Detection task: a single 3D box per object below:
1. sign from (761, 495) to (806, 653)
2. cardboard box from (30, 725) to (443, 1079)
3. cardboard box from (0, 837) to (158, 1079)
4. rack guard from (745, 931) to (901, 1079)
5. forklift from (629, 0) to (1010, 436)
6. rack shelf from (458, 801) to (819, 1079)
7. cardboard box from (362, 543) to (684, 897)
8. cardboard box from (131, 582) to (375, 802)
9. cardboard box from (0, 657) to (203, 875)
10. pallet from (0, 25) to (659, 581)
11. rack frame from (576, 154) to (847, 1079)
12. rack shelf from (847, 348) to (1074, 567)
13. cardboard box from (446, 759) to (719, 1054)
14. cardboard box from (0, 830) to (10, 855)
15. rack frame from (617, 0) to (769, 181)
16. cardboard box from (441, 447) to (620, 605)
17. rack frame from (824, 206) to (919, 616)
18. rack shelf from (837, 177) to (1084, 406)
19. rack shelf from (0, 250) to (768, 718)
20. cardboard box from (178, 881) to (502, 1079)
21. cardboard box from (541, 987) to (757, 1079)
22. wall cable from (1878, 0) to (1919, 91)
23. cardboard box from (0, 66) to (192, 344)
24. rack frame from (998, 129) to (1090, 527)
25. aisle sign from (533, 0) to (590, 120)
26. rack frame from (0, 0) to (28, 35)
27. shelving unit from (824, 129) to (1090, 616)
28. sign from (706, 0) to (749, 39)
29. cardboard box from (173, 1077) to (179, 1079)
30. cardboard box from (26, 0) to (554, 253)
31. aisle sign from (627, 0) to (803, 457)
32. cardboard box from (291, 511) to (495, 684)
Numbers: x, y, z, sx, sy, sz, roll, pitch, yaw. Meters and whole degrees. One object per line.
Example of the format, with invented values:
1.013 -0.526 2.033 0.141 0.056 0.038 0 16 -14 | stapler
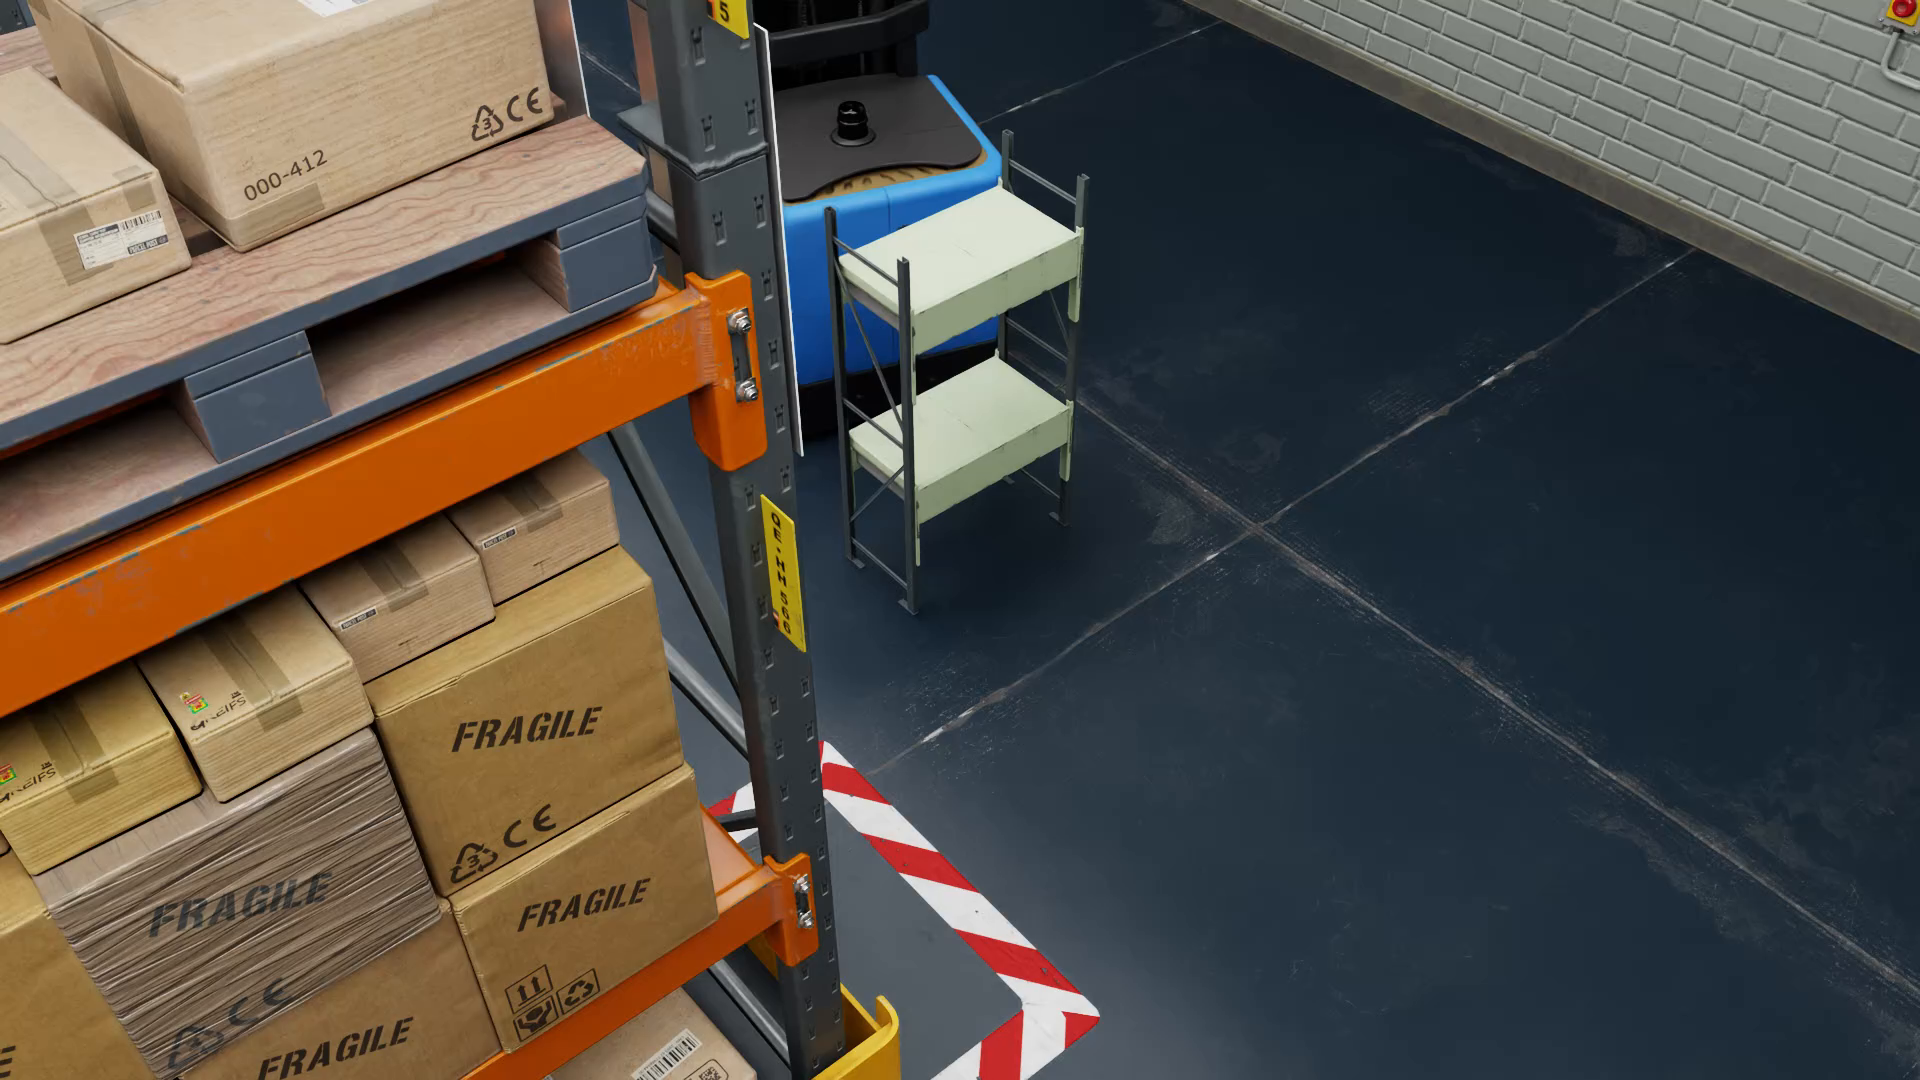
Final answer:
-0.317 0.063 2.973 0.005 0.325 0.100 -30 51 -28 | sign
-1.253 0.461 2.764 0.500 0.500 0.500 -30 51 -28 | cardboard box
-1.635 0.677 2.535 0.500 0.500 0.500 -30 51 -28 | cardboard box
-0.636 1.181 4.627 0.348 0.500 1.175 -30 51 -28 | rack guard
-0.818 -2.490 6.760 1.130 2.935 3.031 -15 45 -16 | forklift
-2.188 1.421 3.071 4.000 0.370 1.077 -30 51 -28 | rack shelf
-0.871 0.216 3.025 0.500 0.500 0.500 -28 50 -27 | cardboard box
-1.124 0.188 2.582 0.250 0.149 0.380 -30 51 -28 | cardboard box
-1.344 0.277 2.487 0.250 0.149 0.380 -29 50 -27 | cardboard box
-1.216 -0.449 2.411 1.213 0.211 1.003 -30 51 -28 | pallet
-0.654 0.280 3.760 0.127 3.000 1.000 -30 51 -28 | rack frame
-0.005 -0.306 5.957 0.720 0.370 0.431 -30 51 -28 | rack shelf
-0.854 0.595 3.353 0.500 0.500 0.500 -30 51 -28 | cardboard box
-1.590 0.354 2.405 0.250 0.149 0.380 -30 51 -28 | cardboard box
-0.654 -1.906 1.707 0.127 3.000 1.000 -30 51 -28 | rack frame
-0.801 -0.094 2.882 0.250 0.149 0.380 -29 50 -27 | cardboard box
-0.286 -0.383 5.562 0.023 1.500 0.400 -30 51 -28 | rack frame
-0.005 -0.828 5.466 0.720 0.370 0.431 -30 51 -28 | rack shelf
-2.188 0.328 2.044 4.000 0.370 1.077 -30 51 -28 | rack shelf
-1.249 0.807 3.126 0.500 0.500 0.500 -31 51 -29 | cardboard box
-1.096 1.404 4.129 0.875 0.438 0.875 -32 52 -29 | cardboard box
3.656 -2.590 6.052 0.123 1.953 0.585 -30 51 -28 | wall cable
-1.212 -0.440 2.140 0.250 0.149 0.380 -34 53 -31 | cardboard box
0.276 -0.705 5.905 0.023 1.500 0.400 -30 51 -28 | rack frame
-0.785 -0.851 3.066 0.004 0.787 0.394 -30 51 -28 | aisle sign
-3.908 -2.275 6.481 0.127 3.000 1.000 -30 51 -28 | rack frame
-0.005 -0.544 5.733 0.755 1.500 0.431 -30 51 -28 | shelving unit
-0.317 -0.816 2.148 0.005 0.325 0.100 -30 51 -28 | sign
-1.637 1.038 2.880 0.500 0.500 0.500 -28 50 -27 | cardboard box
-0.942 -0.703 2.346 0.500 0.250 0.500 34 53 31 | cardboard box
-0.400 -0.536 2.731 0.004 0.787 0.394 -30 51 -28 | aisle sign
-0.980 0.030 2.750 0.250 0.149 0.380 -29 50 -27 | cardboard box
